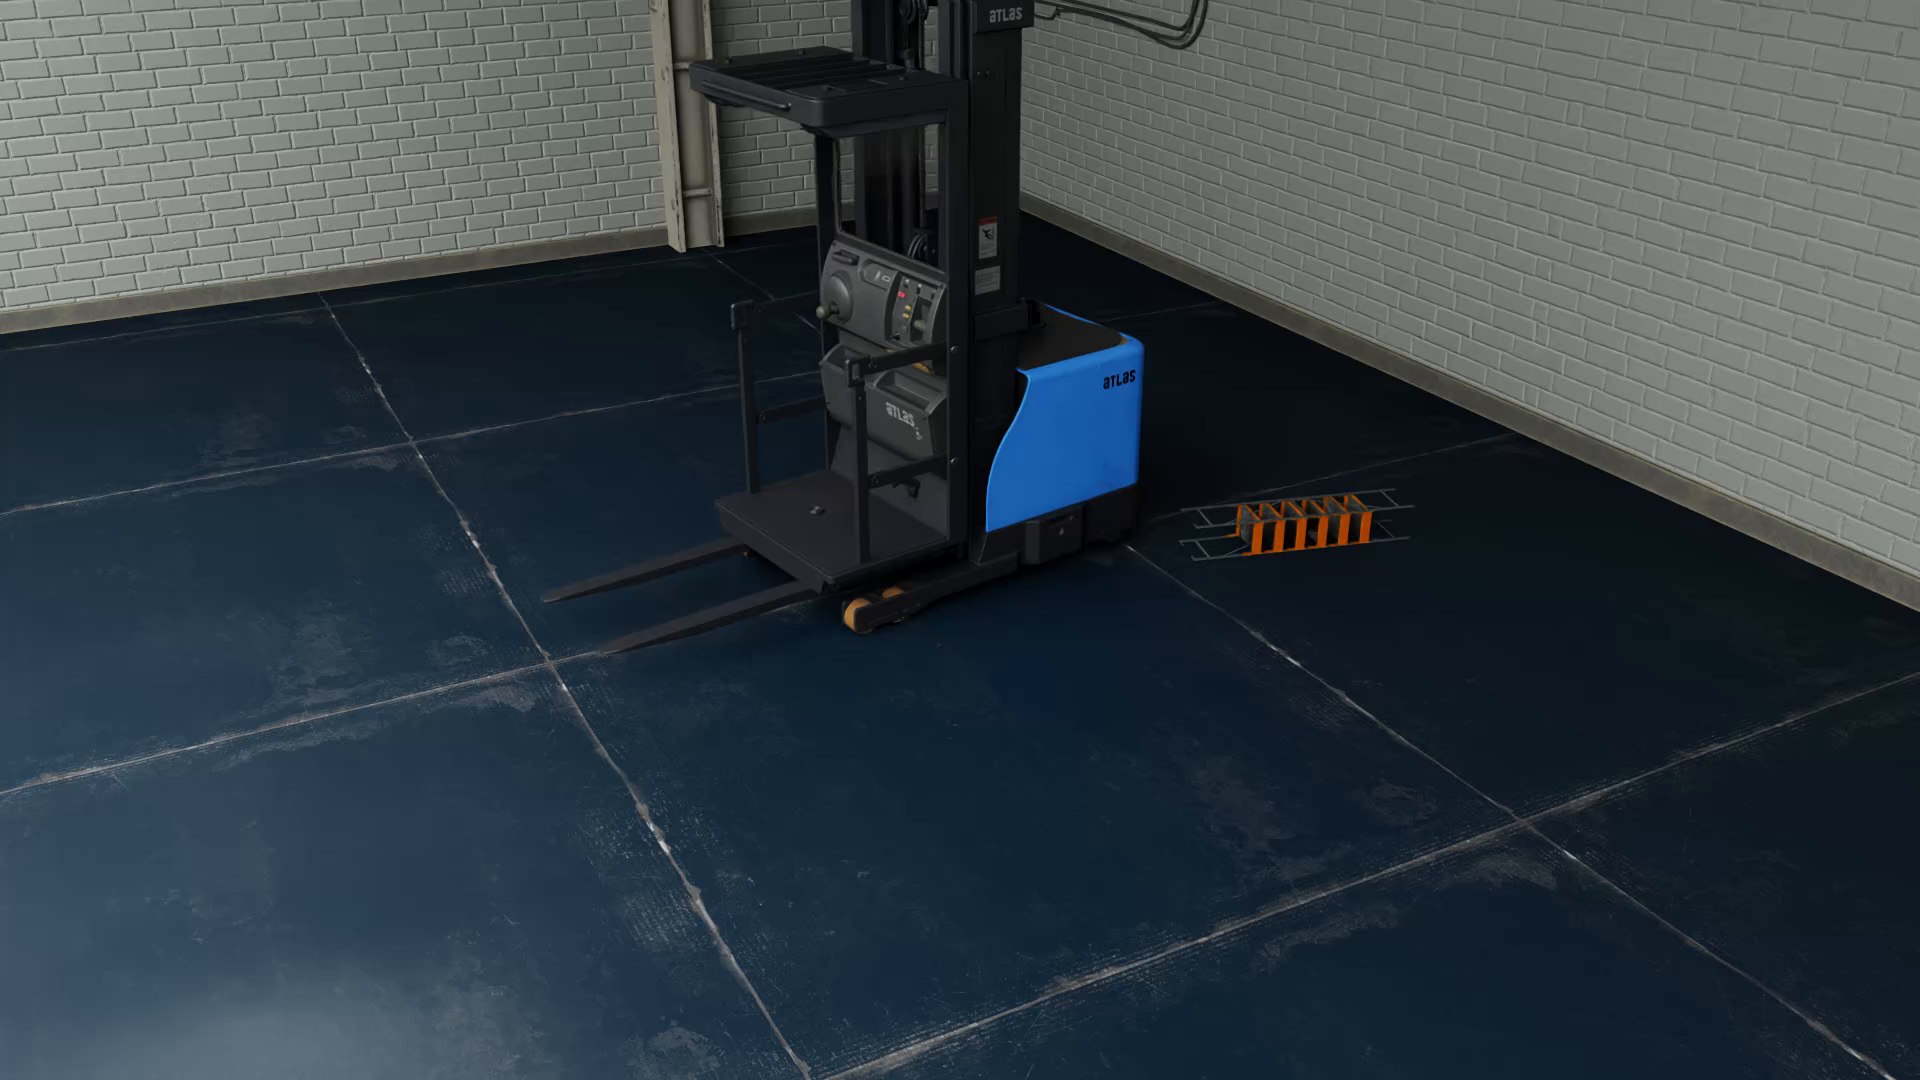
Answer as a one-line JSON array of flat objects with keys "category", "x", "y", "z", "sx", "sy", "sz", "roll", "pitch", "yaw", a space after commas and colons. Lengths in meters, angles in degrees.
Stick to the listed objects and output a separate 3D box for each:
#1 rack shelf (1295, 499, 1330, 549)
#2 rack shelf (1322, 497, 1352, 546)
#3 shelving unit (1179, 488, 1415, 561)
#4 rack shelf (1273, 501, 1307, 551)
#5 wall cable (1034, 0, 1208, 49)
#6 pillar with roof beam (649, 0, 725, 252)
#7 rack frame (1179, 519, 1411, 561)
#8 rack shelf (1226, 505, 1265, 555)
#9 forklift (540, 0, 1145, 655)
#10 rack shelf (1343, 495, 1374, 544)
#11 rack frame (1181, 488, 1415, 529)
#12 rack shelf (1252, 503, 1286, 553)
[{"category": "rack shelf", "x": 1.835, "y": -0.092, "z": 8.719, "sx": 0.103, "sy": 0.180, "sz": 0.258, "roll": -6, "pitch": 26, "yaw": -11}, {"category": "rack shelf", "x": 1.952, "y": -0.104, "z": 8.742, "sx": 0.103, "sy": 0.180, "sz": 0.258, "roll": -6, "pitch": 26, "yaw": -11}, {"category": "shelving unit", "x": 1.762, "y": -0.085, "z": 8.703, "sx": 1.200, "sy": 0.189, "sz": 0.258, "roll": -6, "pitch": 26, "yaw": -11}, {"category": "rack shelf", "x": 1.718, "y": -0.081, "z": 8.695, "sx": 0.103, "sy": 0.180, "sz": 0.258, "roll": -6, "pitch": 26, "yaw": -11}, {"category": "wall cable", "x": 1.021, "y": -5.215, "z": 12.803, "sx": 0.112, "sy": 2.526, "sz": 3.097, "roll": -13, "pitch": 29, "yaw": -25}, {"category": "pillar with roof beam", "x": -0.175, "y": -4.876, "z": 8.509, "sx": 0.400, "sy": 9.000, "sz": 9.100, "roll": -13, "pitch": 29, "yaw": -25}, {"category": "rack frame", "x": 1.762, "y": -0.003, "z": 8.743, "sx": 1.200, "sy": 0.006, "sz": 0.240, "roll": -6, "pitch": 26, "yaw": -11}, {"category": "rack shelf", "x": 1.484, "y": -0.058, "z": 8.647, "sx": 0.103, "sy": 0.180, "sz": 0.258, "roll": -6, "pitch": 26, "yaw": -11}, {"category": "forklift", "x": -0.536, "y": -1.136, "z": 7.729, "sx": 3.031, "sy": 2.935, "sz": 1.130, "roll": -18, "pitch": 31, "yaw": -33}, {"category": "rack shelf", "x": 2.069, "y": -0.115, "z": 8.766, "sx": 0.103, "sy": 0.180, "sz": 0.258, "roll": -6, "pitch": 26, "yaw": -11}, {"category": "rack frame", "x": 1.762, "y": -0.168, "z": 8.664, "sx": 1.200, "sy": 0.006, "sz": 0.240, "roll": -6, "pitch": 26, "yaw": -11}, {"category": "rack shelf", "x": 1.601, "y": -0.069, "z": 8.671, "sx": 0.103, "sy": 0.180, "sz": 0.258, "roll": -6, "pitch": 26, "yaw": -11}]
